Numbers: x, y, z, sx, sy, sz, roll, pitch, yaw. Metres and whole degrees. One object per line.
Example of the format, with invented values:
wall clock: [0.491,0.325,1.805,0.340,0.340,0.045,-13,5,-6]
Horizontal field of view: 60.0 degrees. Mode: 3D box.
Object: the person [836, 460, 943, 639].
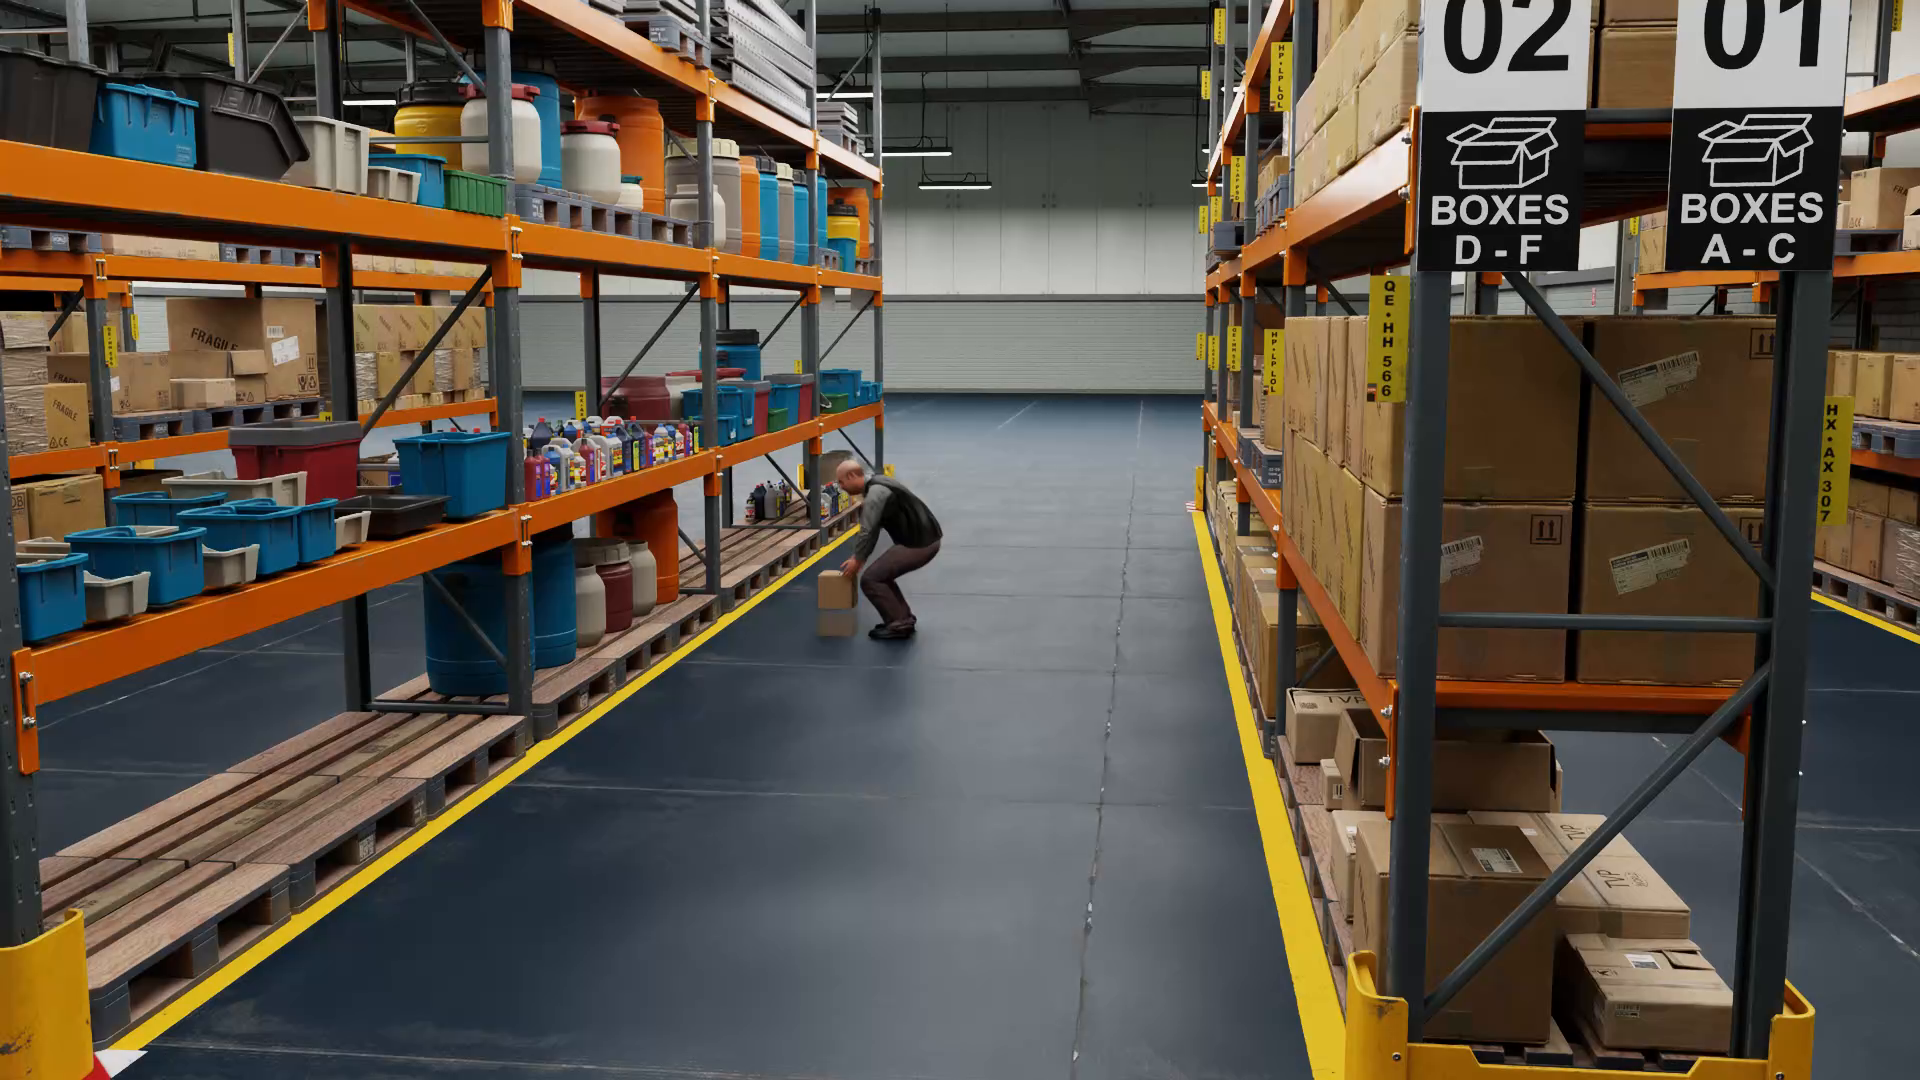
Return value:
person: [-0.516,0.065,12.084,0.767,1.283,0.588,1,8,6]
